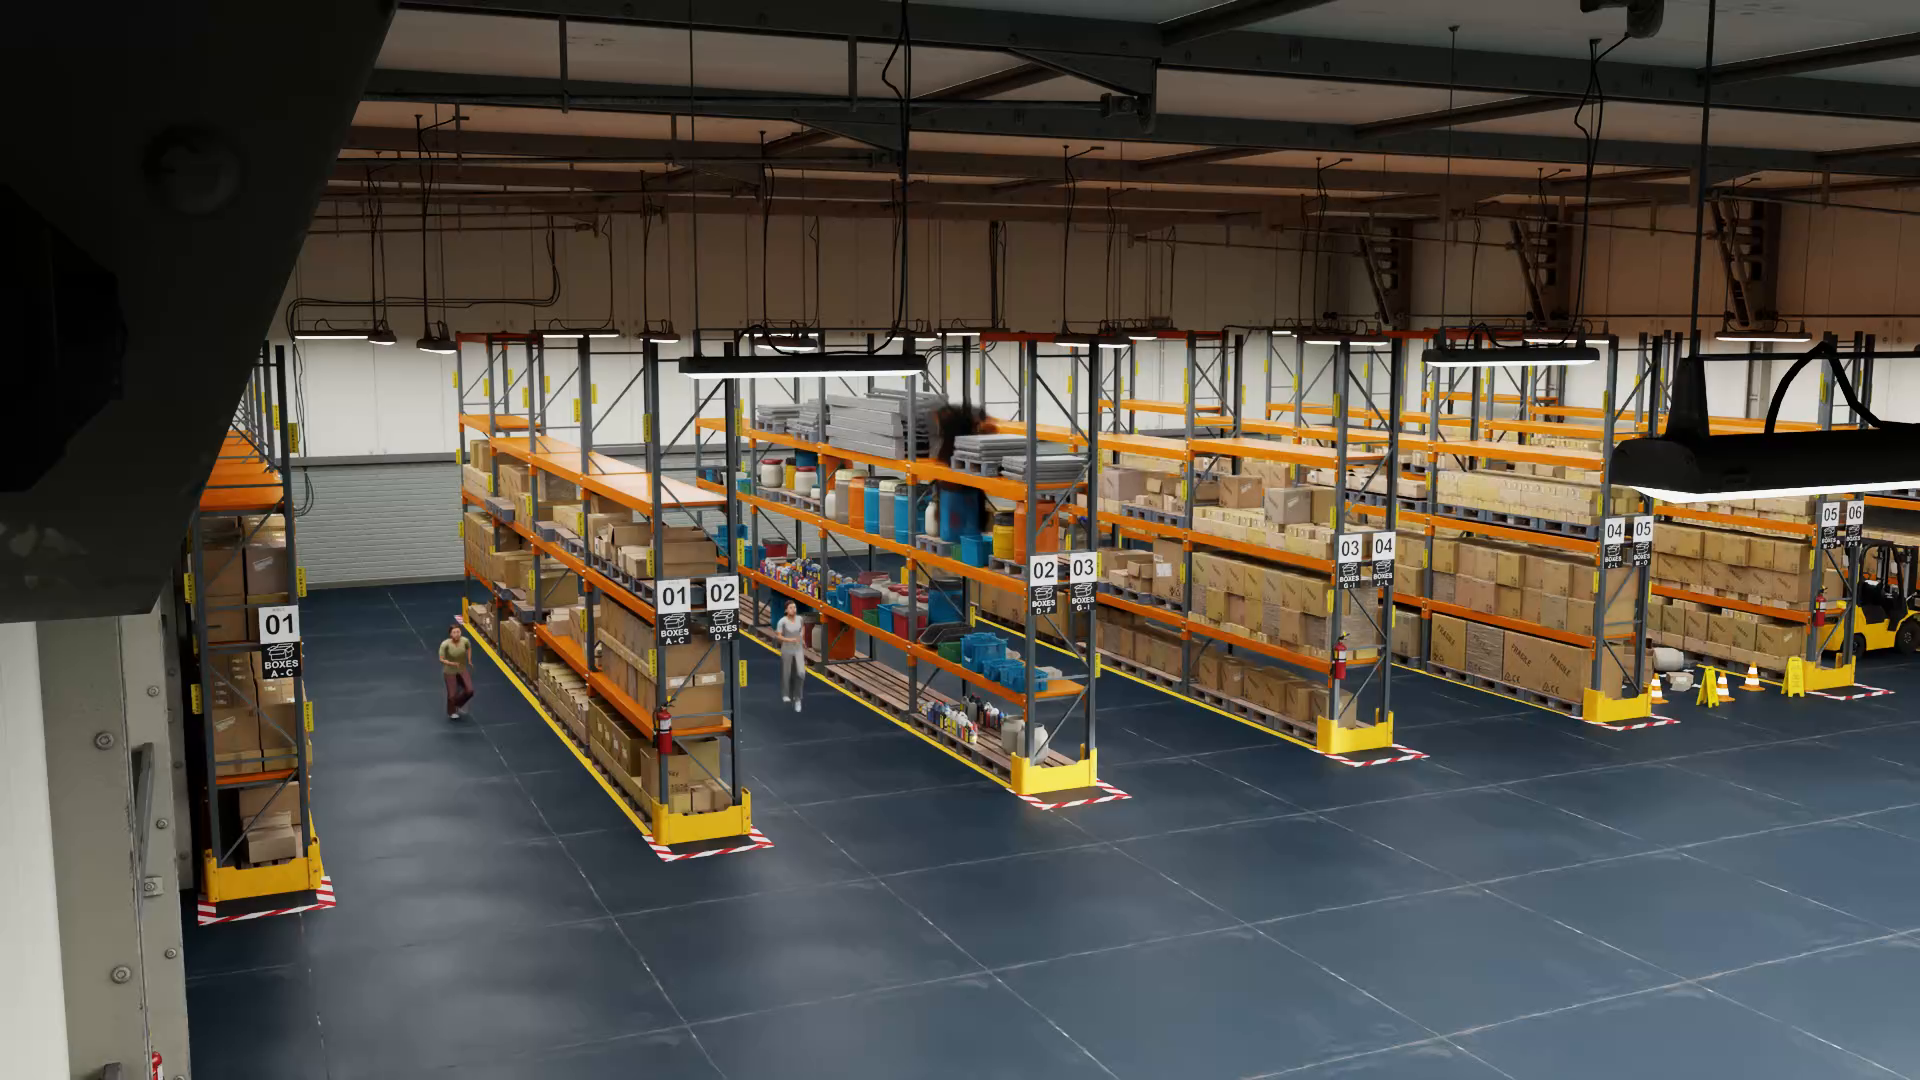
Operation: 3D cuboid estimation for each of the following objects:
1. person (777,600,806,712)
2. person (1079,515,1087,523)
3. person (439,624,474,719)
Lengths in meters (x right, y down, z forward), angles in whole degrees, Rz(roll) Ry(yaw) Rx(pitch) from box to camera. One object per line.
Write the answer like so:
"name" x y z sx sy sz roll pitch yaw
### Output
"person" -2.592 1.785 25.707 0.513 1.742 0.774 -3 8 -22
"person" 3.347 -0.203 42.584 0.593 1.636 0.946 4 9 25
"person" -7.883 2.063 26.045 0.580 1.559 0.730 -6 10 -36
